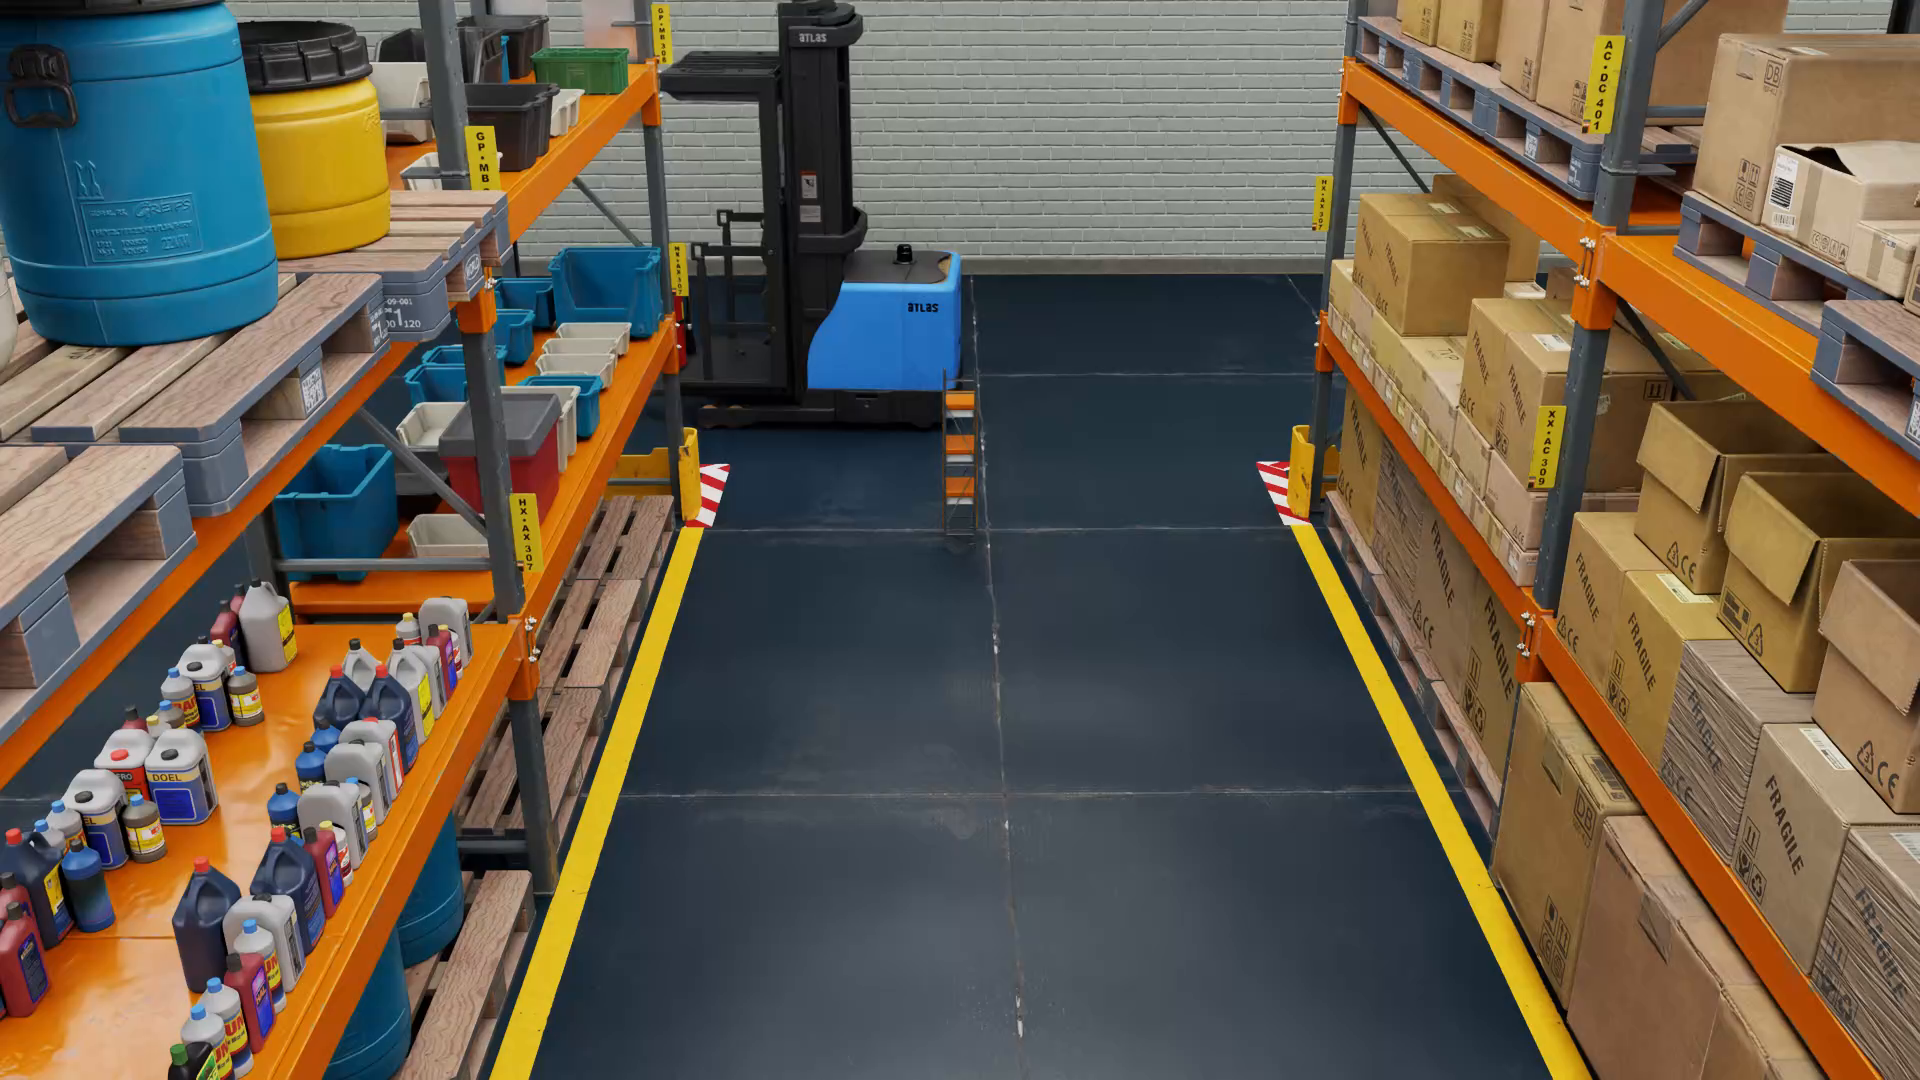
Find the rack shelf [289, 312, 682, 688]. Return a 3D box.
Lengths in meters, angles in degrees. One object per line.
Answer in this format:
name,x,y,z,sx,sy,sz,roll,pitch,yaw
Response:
rack shelf,-2.221,-0.394,8.354,1.077,0.370,4.000,0,24,-1

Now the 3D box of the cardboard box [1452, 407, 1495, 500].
cardboard box,2.478,-0.381,7.274,0.500,0.250,0.500,0,24,1

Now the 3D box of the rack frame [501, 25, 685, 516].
rack frame,-2.243,-1.546,10.028,1.000,3.000,0.127,0,24,-1

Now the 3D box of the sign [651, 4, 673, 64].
sign,-1.693,-2.874,9.452,0.100,0.325,0.005,0,24,-1

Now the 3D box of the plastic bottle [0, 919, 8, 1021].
plastic bottle,-2.559,1.071,4.301,0.144,0.351,0.185,0,24,-1

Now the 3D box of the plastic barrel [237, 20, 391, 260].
plastic barrel,-1.986,-1.166,4.811,0.600,0.588,0.600,0,24,0

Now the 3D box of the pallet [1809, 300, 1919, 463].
pallet,2.722,-0.278,3.815,1.003,0.211,1.213,1,24,2

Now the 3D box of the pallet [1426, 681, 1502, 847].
pallet,2.824,1.037,7.701,1.003,0.211,1.213,0,24,-1

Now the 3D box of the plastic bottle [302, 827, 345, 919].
plastic bottle,-1.810,0.921,4.716,0.061,0.283,0.133,0,24,-1

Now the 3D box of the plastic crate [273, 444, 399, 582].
plastic crate,-2.545,-0.109,6.797,0.392,0.384,0.575,0,24,-1

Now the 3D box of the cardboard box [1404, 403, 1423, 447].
cardboard box,2.407,-0.564,8.162,0.380,0.149,0.250,0,24,0

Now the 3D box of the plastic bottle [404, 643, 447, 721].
plastic bottle,-1.868,0.470,5.721,0.152,0.276,0.135,0,24,-1

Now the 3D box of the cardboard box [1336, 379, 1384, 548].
cardboard box,2.797,-0.528,9.847,0.875,0.875,0.875,0,24,-1

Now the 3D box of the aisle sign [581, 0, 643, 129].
aisle sign,-1.950,-2.761,9.561,0.394,0.787,0.004,0,24,-1

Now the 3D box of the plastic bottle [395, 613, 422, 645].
plastic bottle,-1.996,0.362,6.051,0.097,0.201,0.097,0,24,0

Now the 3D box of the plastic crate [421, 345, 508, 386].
plastic crate,-2.555,-0.851,8.623,0.416,0.233,0.300,0,24,-1

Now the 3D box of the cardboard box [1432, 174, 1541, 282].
cardboard box,2.978,-1.778,9.451,0.500,0.500,0.500,0,24,0

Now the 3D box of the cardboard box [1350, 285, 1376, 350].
cardboard box,2.458,-1.222,9.134,0.500,0.250,0.500,-1,24,-1

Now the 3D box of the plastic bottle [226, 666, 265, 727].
plastic bottle,-2.446,0.528,5.684,0.097,0.201,0.097,0,24,0

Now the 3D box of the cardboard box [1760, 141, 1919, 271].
cardboard box,2.676,-0.985,4.746,0.500,0.311,0.500,-1,24,-2

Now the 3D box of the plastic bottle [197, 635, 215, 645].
plastic bottle,-2.600,0.456,5.757,0.097,0.271,0.097,0,24,0

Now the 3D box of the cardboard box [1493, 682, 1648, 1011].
cardboard box,2.781,1.120,6.202,1.225,0.875,0.875,0,24,0

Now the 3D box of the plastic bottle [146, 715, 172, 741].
plastic bottle,-2.595,0.664,5.383,0.097,0.201,0.097,0,24,0

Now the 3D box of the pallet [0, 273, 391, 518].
pallet,-2.077,-0.389,4.058,1.003,0.211,1.213,0,24,-1

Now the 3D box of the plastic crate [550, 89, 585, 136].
plastic crate,-1.972,-1.942,7.584,0.437,0.136,0.530,0,24,-1

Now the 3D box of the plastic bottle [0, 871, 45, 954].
plastic bottle,-2.542,1.037,4.460,0.061,0.283,0.133,0,24,-1

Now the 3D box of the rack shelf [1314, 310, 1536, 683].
rack shelf,2.732,-0.416,8.404,1.077,0.370,4.000,0,24,-1

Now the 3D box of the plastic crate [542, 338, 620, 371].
plastic crate,-2.064,-0.998,9.065,0.396,0.136,0.243,0,24,-1

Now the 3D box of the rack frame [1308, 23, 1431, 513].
rack frame,2.710,-1.568,10.078,1.000,3.000,0.127,0,24,-1

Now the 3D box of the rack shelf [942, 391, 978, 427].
rack shelf,-0.001,-0.749,9.970,0.215,0.259,0.240,0,24,-1

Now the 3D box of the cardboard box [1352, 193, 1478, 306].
cardboard box,2.451,-1.572,8.997,0.500,0.500,0.500,-1,24,-2

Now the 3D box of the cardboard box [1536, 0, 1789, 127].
cardboard box,2.685,-1.891,6.400,0.700,0.500,0.500,-2,24,-4

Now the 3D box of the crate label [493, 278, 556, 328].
crate label,-2.569,-1.394,9.822,0.416,0.233,0.303,0,24,-1

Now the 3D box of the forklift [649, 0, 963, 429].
forklift,-1.513,-2.356,11.902,3.031,2.935,1.130,1,24,3

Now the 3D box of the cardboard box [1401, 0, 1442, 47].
cardboard box,2.655,-2.771,8.345,0.700,0.500,0.500,-1,24,-2

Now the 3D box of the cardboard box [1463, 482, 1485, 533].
cardboard box,2.417,-0.142,7.228,0.380,0.149,0.250,-1,24,-1

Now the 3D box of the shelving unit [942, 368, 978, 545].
shelving unit,-0.001,-0.500,10.082,0.215,1.050,0.252,0,24,-1

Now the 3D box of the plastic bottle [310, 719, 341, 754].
plastic bottle,-1.987,0.688,5.244,0.097,0.271,0.097,0,24,0

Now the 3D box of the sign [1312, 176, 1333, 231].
sign,2.155,-1.999,9.883,0.100,0.325,0.005,0,24,-1

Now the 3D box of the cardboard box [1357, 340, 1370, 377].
cardboard box,2.395,-0.987,9.098,0.380,0.149,0.250,-1,24,-1

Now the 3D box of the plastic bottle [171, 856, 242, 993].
plastic bottle,-2.000,1.012,4.432,0.144,0.351,0.185,0,24,-1

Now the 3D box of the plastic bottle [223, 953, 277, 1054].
plastic bottle,-1.804,1.148,4.214,0.061,0.283,0.133,0,24,-1

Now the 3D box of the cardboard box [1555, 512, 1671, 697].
cardboard box,2.509,0.225,5.991,0.500,0.500,0.500,0,24,0

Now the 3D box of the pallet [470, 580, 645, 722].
pallet,-2.262,0.566,8.742,1.003,0.211,1.213,0,24,-1

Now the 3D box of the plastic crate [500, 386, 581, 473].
plastic crate,-2.031,-0.501,7.789,0.437,0.282,0.530,0,24,-1

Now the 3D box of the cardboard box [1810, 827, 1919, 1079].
cardboard box,2.536,1.061,4.143,0.500,0.500,0.500,-1,24,-2

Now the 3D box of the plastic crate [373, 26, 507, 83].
plastic crate,-2.501,-2.254,8.028,0.504,0.338,0.767,0,24,-1

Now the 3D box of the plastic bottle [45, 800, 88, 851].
plastic bottle,-2.588,0.878,4.824,0.097,0.271,0.097,0,24,0

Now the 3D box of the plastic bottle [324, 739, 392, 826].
plastic bottle,-1.861,0.734,5.139,0.152,0.276,0.135,0,24,-1
